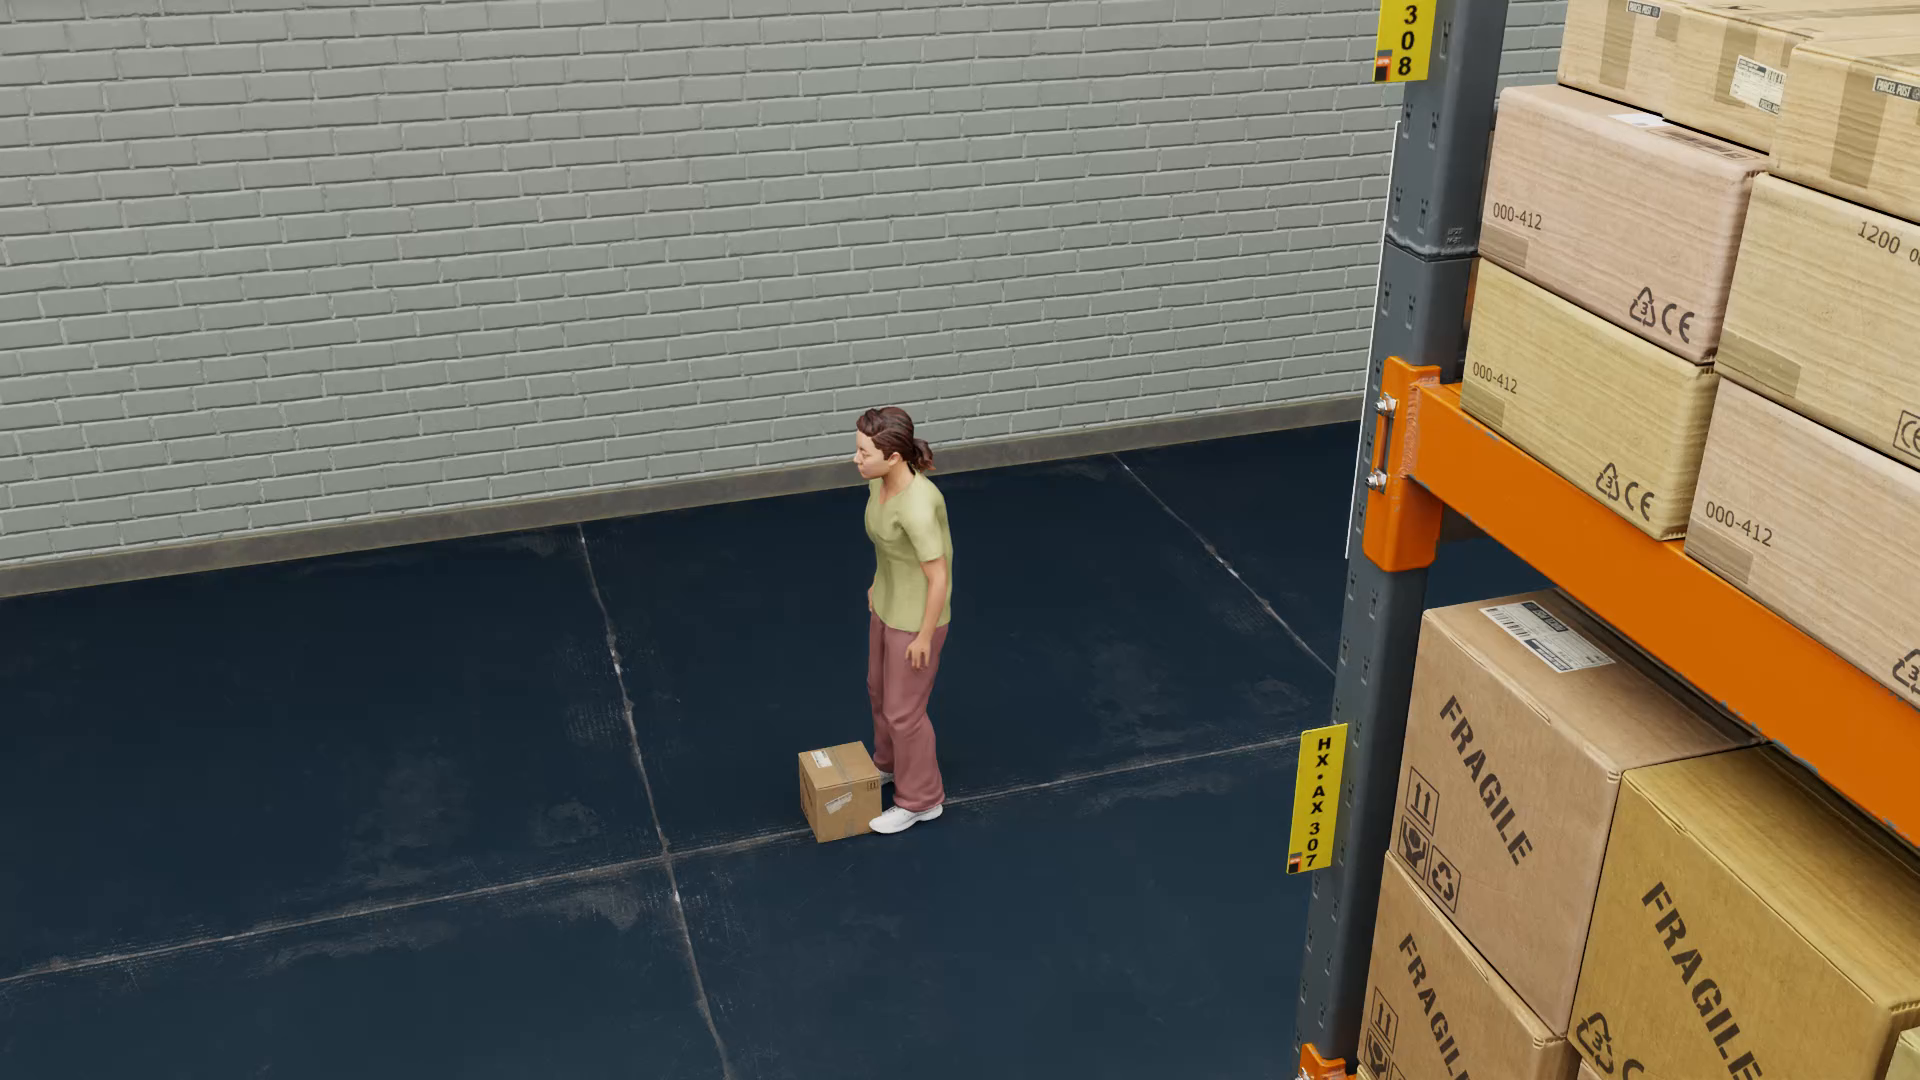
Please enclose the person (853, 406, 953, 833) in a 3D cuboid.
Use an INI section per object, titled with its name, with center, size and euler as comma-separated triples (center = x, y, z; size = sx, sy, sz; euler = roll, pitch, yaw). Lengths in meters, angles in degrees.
[person]
center = -0.219, 0.280, 6.054
size = 0.356, 1.672, 0.521
euler = -10, 28, -19
